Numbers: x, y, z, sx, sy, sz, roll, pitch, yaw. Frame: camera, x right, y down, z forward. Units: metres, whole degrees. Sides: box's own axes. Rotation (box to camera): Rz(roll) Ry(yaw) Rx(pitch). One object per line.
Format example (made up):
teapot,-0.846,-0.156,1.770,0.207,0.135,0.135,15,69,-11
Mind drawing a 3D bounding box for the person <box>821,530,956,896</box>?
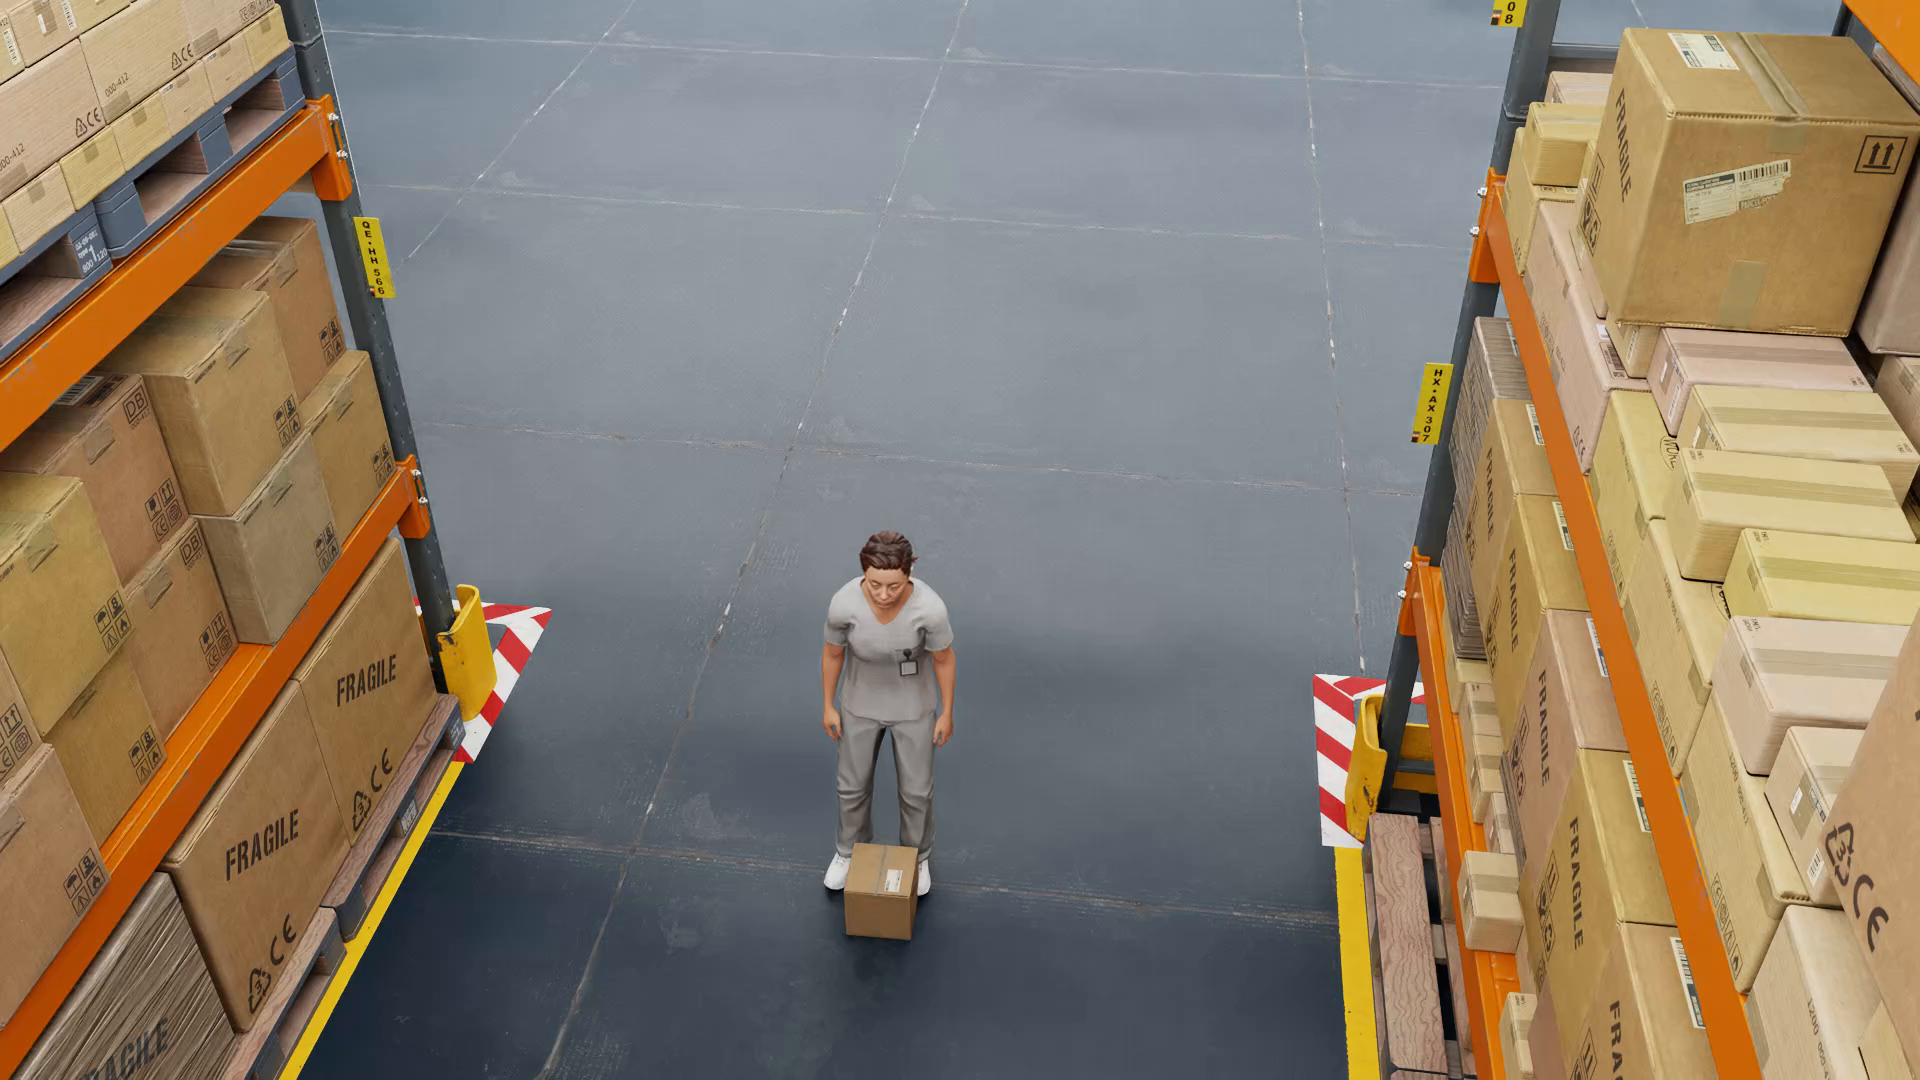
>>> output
person,-0.272,0.633,6.177,0.511,1.673,0.352,3,36,4
